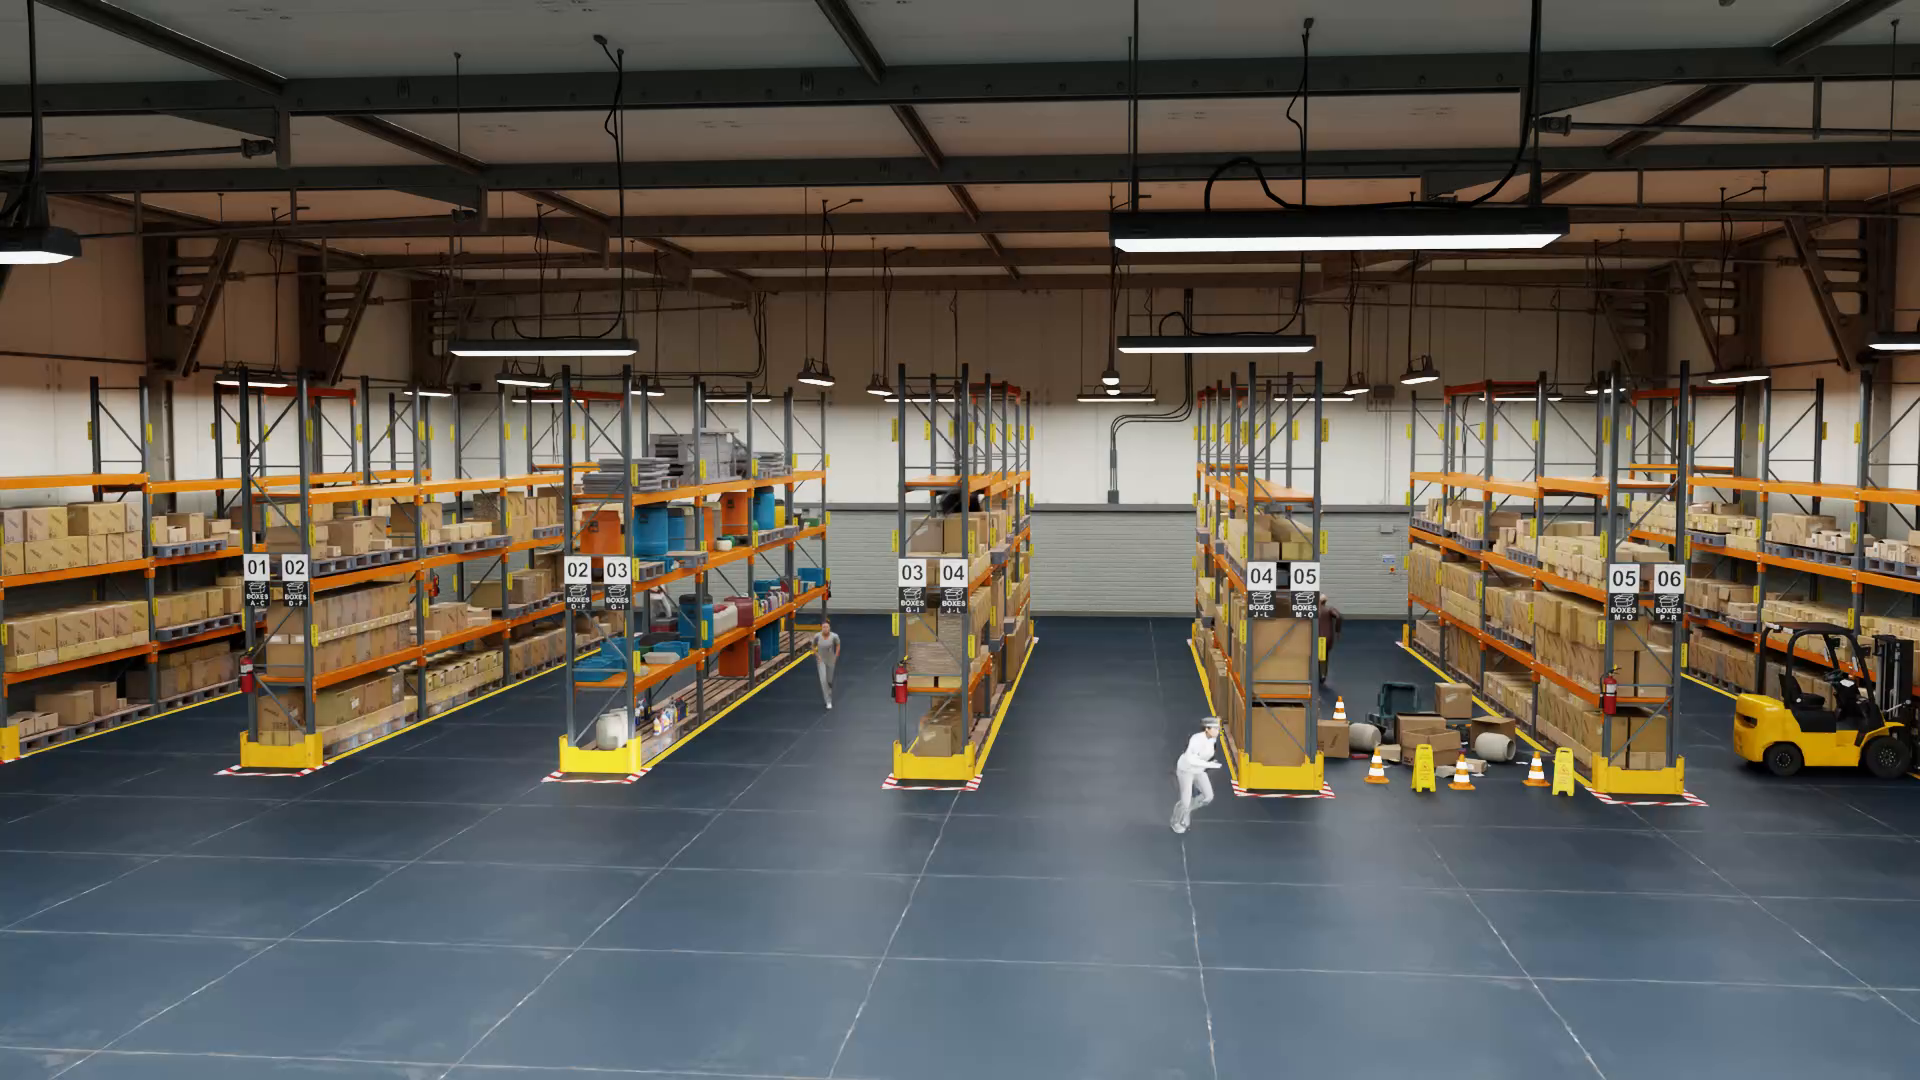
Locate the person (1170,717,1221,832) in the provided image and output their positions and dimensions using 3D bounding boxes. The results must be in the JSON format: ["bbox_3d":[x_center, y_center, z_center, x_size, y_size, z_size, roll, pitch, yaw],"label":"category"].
[{"bbox_3d":[2.986,2.918,20.743,0.644,1.503,0.841,-3,5,-42],"label":"person"}]

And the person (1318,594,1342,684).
[{"bbox_3d":[7.190,1.985,32.990,0.668,1.835,0.953,0,4,1],"label":"person"}]

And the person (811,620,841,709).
[{"bbox_3d":[-2.461,2.244,30.598,0.539,1.605,0.786,0,4,0],"label":"person"}]

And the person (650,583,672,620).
[{"bbox_3d":[-7.535,1.455,41.516,0.737,1.766,0.889,-4,5,-44],"label":"person"}]
